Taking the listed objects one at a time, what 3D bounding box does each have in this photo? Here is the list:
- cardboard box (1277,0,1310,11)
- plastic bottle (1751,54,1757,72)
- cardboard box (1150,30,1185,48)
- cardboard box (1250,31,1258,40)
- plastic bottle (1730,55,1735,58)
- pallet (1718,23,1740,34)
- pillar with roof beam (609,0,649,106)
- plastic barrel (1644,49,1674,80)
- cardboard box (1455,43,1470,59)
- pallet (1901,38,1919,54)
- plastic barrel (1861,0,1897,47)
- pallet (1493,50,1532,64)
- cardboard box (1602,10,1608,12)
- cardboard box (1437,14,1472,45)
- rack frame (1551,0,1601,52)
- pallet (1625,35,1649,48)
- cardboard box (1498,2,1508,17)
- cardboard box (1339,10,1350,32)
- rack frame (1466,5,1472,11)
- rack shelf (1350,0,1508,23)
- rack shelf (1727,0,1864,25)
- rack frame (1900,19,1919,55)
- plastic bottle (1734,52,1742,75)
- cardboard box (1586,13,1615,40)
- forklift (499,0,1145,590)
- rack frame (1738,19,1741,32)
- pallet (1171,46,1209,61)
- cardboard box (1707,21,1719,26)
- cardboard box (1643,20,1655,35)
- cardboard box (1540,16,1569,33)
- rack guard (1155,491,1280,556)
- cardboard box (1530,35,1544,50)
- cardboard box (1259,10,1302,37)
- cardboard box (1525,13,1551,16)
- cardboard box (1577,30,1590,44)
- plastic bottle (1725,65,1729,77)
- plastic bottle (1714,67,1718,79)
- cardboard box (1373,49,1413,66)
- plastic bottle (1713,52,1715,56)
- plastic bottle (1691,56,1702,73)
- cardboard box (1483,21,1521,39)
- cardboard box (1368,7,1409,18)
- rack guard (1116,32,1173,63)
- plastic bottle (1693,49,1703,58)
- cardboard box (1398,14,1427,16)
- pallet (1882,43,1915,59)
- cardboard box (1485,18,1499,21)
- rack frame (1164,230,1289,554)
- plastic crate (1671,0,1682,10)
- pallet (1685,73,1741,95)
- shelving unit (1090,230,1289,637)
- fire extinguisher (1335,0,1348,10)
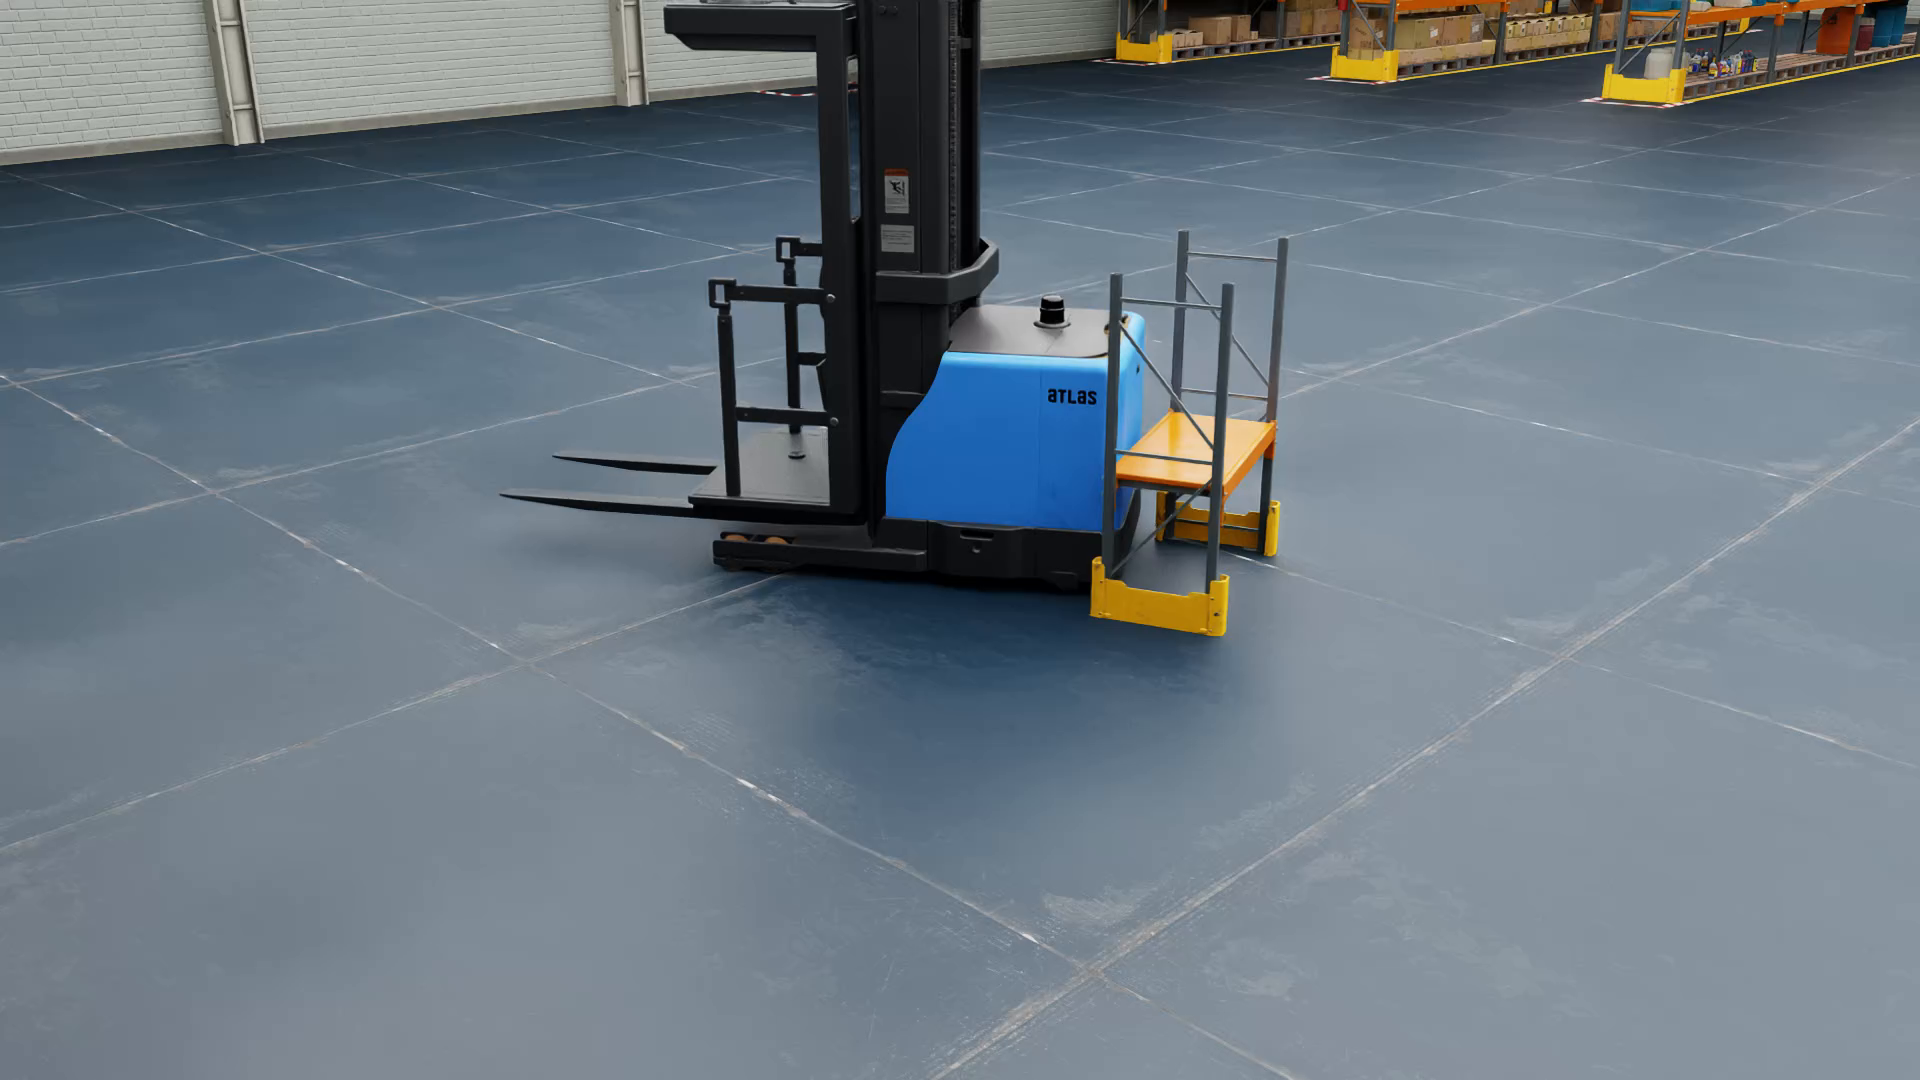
[{"bbox_3d":[7.114,-11.446,35.498,0.500,0.250,0.500,19,28,40],"label":"cardboard box"},{"bbox_3d":[13.307,-8.001,27.884,0.133,0.283,0.061,-18,28,-39],"label":"plastic bottle"},{"bbox_3d":[4.065,-9.827,32.596,0.500,0.311,0.500,15,26,35],"label":"cardboard box"},{"bbox_3d":[5.956,-10.488,34.515,0.380,0.166,0.250,15,26,34],"label":"cardboard box"},{"bbox_3d":[12.906,-7.948,27.755,0.152,0.276,0.135,19,28,41],"label":"plastic bottle"},{"bbox_3d":[17.622,-12.069,39.181,1.003,0.211,1.213,19,28,41],"label":"pallet"},{"bbox_3d":[-1.901,-9.756,20.915,9.100,9.000,0.400,19,28,41],"label":"pillar with roof beam"},{"bbox_3d":[11.020,-7.465,26.198,0.421,0.512,0.421,0,21,0],"label":"plastic barrel"},{"bbox_3d":[8.999,-8.991,30.534,0.500,0.250,0.500,19,28,41],"label":"cardboard box"},{"bbox_3d":[19.472,-10.224,34.380,1.003,0.211,1.213,19,28,41],"label":"pallet"},{"bbox_3d":[18.101,-10.226,32.837,0.600,0.901,0.708,19,28,41],"label":"plastic barrel"},{"bbox_3d":[10.346,-9.409,32.259,1.003,0.211,1.213,19,28,41],"label":"pallet"},{"bbox_3d":[13.496,-11.010,35.409,0.500,0.500,0.500,18,27,39],"label":"cardboard box"},{"bbox_3d":[8.990,-9.345,30.408,0.500,0.500,0.500,19,28,41],"label":"cardboard box"},{"bbox_3d":[12.650,-11.539,33.915,1.000,3.000,0.127,19,28,41],"label":"rack frame"},{"bbox_3d":[14.049,-10.732,35.702,1.003,0.211,1.213,19,28,41],"label":"pallet"},{"bbox_3d":[13.196,-13.262,41.296,0.500,0.500,0.700,-19,28,-41],"label":"cardboard box"},{"bbox_3d":[8.191,-11.515,36.724,0.700,0.500,0.500,19,28,41],"label":"cardboard box"},{"bbox_3d":[11.889,-13.806,39.814,1.000,3.000,0.127,19,28,41],"label":"rack frame"},{"bbox_3d":[8.465,-9.661,30.032,1.077,0.370,4.000,19,28,41],"label":"rack shelf"},{"bbox_3d":[14.801,-9.449,29.479,1.077,0.370,4.000,19,28,41],"label":"rack shelf"},{"bbox_3d":[18.987,-11.327,33.363,1.000,3.000,0.127,19,28,41],"label":"rack frame"},{"bbox_3d":[12.804,-7.869,27.446,0.144,0.351,0.185,19,28,40],"label":"plastic bottle"},{"bbox_3d":[13.172,-10.623,34.403,0.500,0.500,0.500,-19,28,-40],"label":"cardboard box"},{"bbox_3d":[-0.678,-1.393,7.612,3.031,2.935,1.130,4,21,10],"label":"forklift"},{"bbox_3d":[18.231,-13.596,39.266,1.000,3.000,0.127,19,28,41],"label":"rack frame"},{"bbox_3d":[4.163,-9.639,32.860,1.003,0.211,1.213,19,28,41],"label":"pallet"},{"bbox_3d":[17.344,-12.079,38.540,0.500,0.250,0.500,19,28,41],"label":"cardboard box"},{"bbox_3d":[14.601,-11.154,35.783,0.500,0.500,0.500,20,29,41],"label":"cardboard box"},{"bbox_3d":[11.749,-10.253,33.034,0.500,0.311,0.500,19,28,40],"label":"cardboard box"},{"bbox_3d":[1.228,-0.090,7.960,0.587,0.250,0.087,8,23,21],"label":"rack guard"},{"bbox_3d":[11.036,-9.730,32.456,0.500,0.250,0.500,18,28,39],"label":"cardboard box"},{"bbox_3d":[6.809,-10.982,35.336,0.500,0.500,0.700,-19,28,-40],"label":"cardboard box"},{"bbox_3d":[11.714,-10.515,33.717,0.500,0.311,0.500,18,28,39],"label":"cardboard box"},{"bbox_3d":[12.458,-10.255,33.823,0.500,0.250,0.500,-19,28,-41],"label":"cardboard box"},{"bbox_3d":[12.482,-7.669,27.132,0.097,0.201,0.097,0,21,0],"label":"plastic bottle"},{"bbox_3d":[12.176,-7.556,26.839,0.097,0.201,0.097,0,21,0],"label":"plastic bottle"},{"bbox_3d":[7.603,-8.477,29.197,0.500,0.250,0.500,19,28,41],"label":"cardboard box"},{"bbox_3d":[12.741,-8.119,28.190,0.061,0.283,0.133,19,28,41],"label":"plastic bottle"},{"bbox_3d":[12.241,-7.912,27.662,0.152,0.276,0.135,19,28,41],"label":"plastic bottle"},{"bbox_3d":[10.327,-9.729,31.672,0.500,0.311,0.500,19,28,41],"label":"cardboard box"},{"bbox_3d":[9.705,-12.127,37.855,0.750,0.750,0.750,19,28,40],"label":"cardboard box"},{"bbox_3d":[3.570,-9.574,32.288,1.175,0.500,0.348,19,28,41],"label":"rack guard"},{"bbox_3d":[12.414,-8.087,28.013,0.144,0.351,0.185,18,27,38],"label":"plastic bottle"},{"bbox_3d":[8.267,-9.347,30.413,0.500,0.500,0.500,19,28,41],"label":"cardboard box"},{"bbox_3d":[18.419,-9.837,33.374,1.003,0.211,1.213,19,28,41],"label":"pallet"},{"bbox_3d":[10.295,-9.996,32.367,0.500,0.311,0.500,-19,28,-41],"label":"cardboard box"},{"bbox_3d":[1.228,-0.674,7.737,0.500,1.500,0.032,8,23,21],"label":"rack frame"},{"bbox_3d":[11.208,-8.542,26.324,0.499,0.251,0.408,19,28,41],"label":"plastic crate"},{"bbox_3d":[12.057,-7.491,27.271,1.003,0.211,1.213,19,28,41],"label":"pallet"},{"bbox_3d":[1.038,-0.508,7.306,0.587,1.500,1.083,8,23,21],"label":"shelving unit"},{"bbox_3d":[6.654,-9.532,28.802,0.296,0.674,0.183,19,28,41],"label":"fire extinguisher"}]
